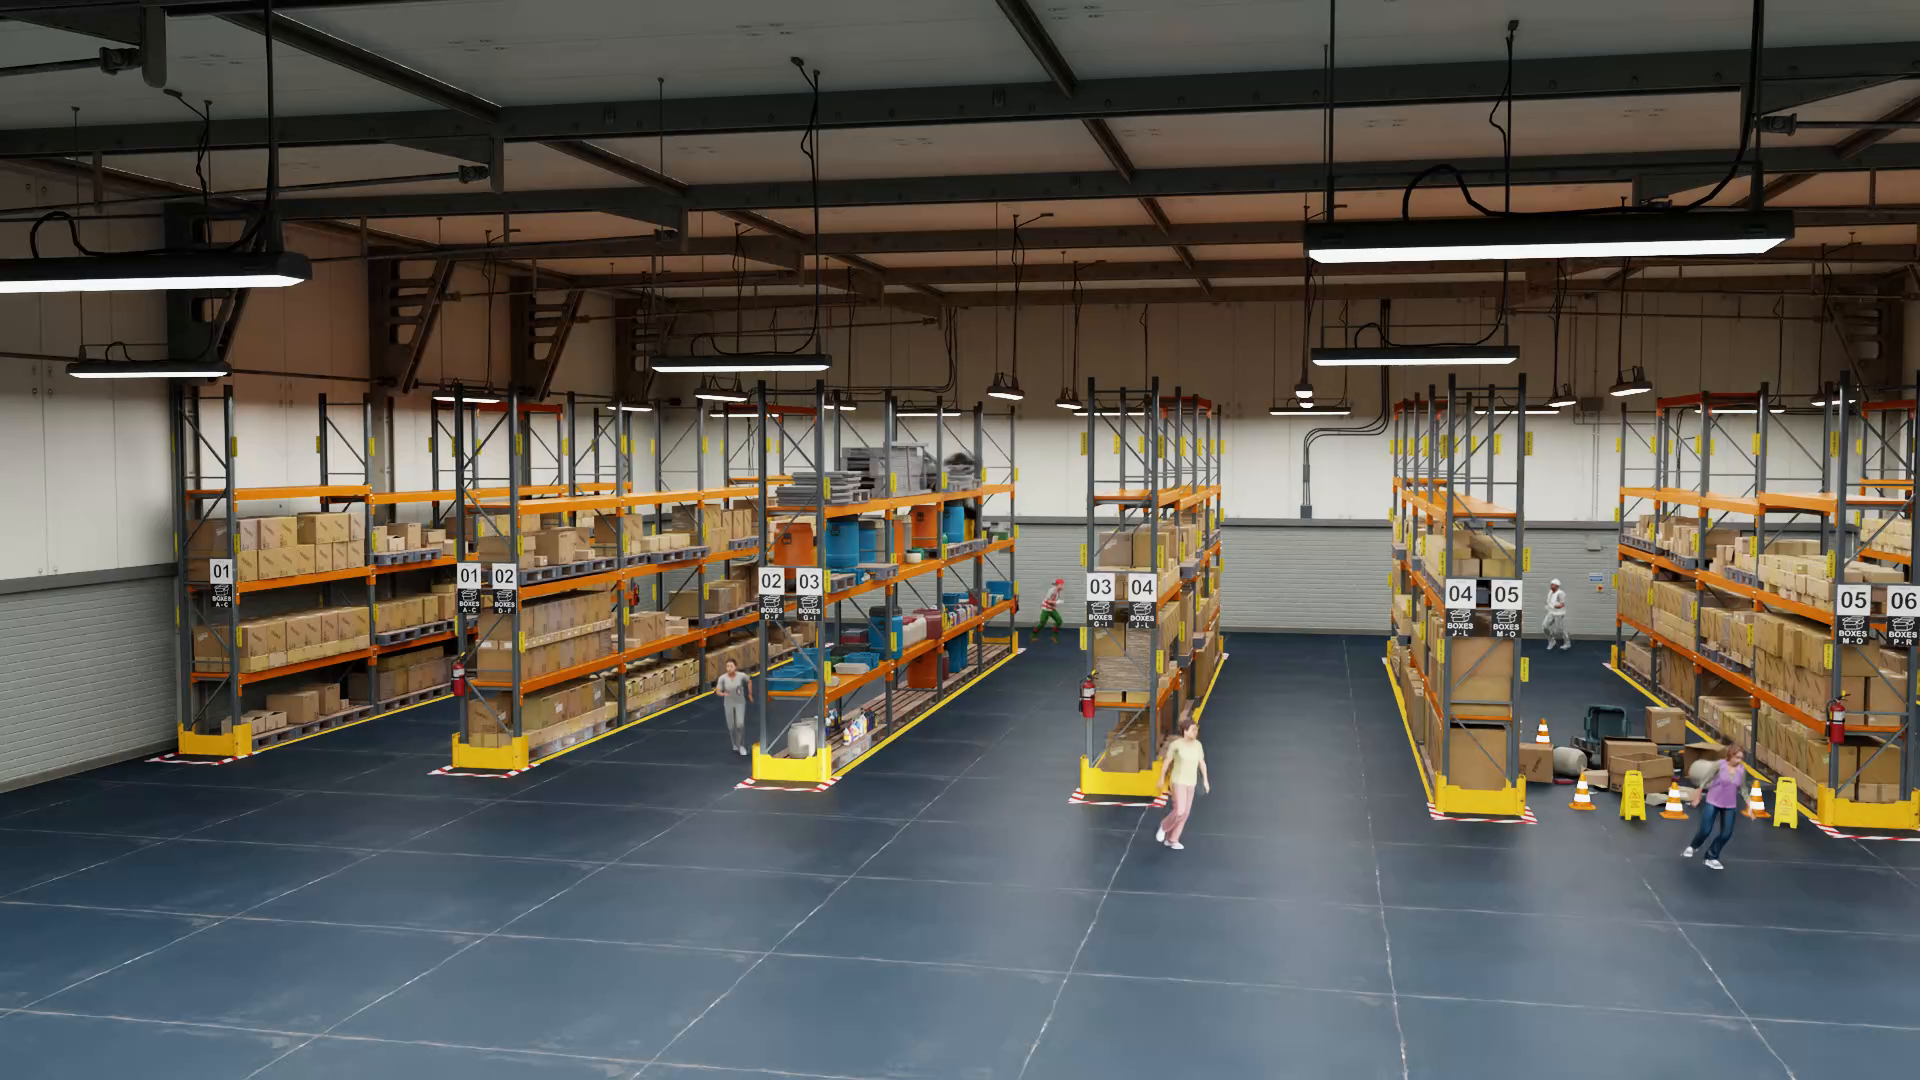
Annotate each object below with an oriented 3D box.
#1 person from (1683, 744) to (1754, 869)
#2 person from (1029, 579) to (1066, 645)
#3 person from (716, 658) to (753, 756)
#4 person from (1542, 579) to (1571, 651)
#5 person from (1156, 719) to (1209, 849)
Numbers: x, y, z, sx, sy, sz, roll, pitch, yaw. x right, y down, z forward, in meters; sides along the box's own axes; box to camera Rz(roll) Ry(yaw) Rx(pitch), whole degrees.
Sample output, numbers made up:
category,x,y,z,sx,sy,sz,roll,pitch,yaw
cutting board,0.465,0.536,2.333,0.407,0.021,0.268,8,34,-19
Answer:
category,x,y,z,sx,sy,sz,roll,pitch,yaw
person,8.978,3.133,19.678,0.667,1.521,0.607,0,3,3
person,2.237,1.827,42.190,1.001,1.721,0.714,2,4,27
person,-3.640,2.693,26.938,0.562,1.592,0.924,0,3,1
person,14.641,1.845,40.820,0.822,1.783,0.588,-1,3,-20
person,2.755,3.026,20.652,0.577,1.641,0.515,-2,4,-26
